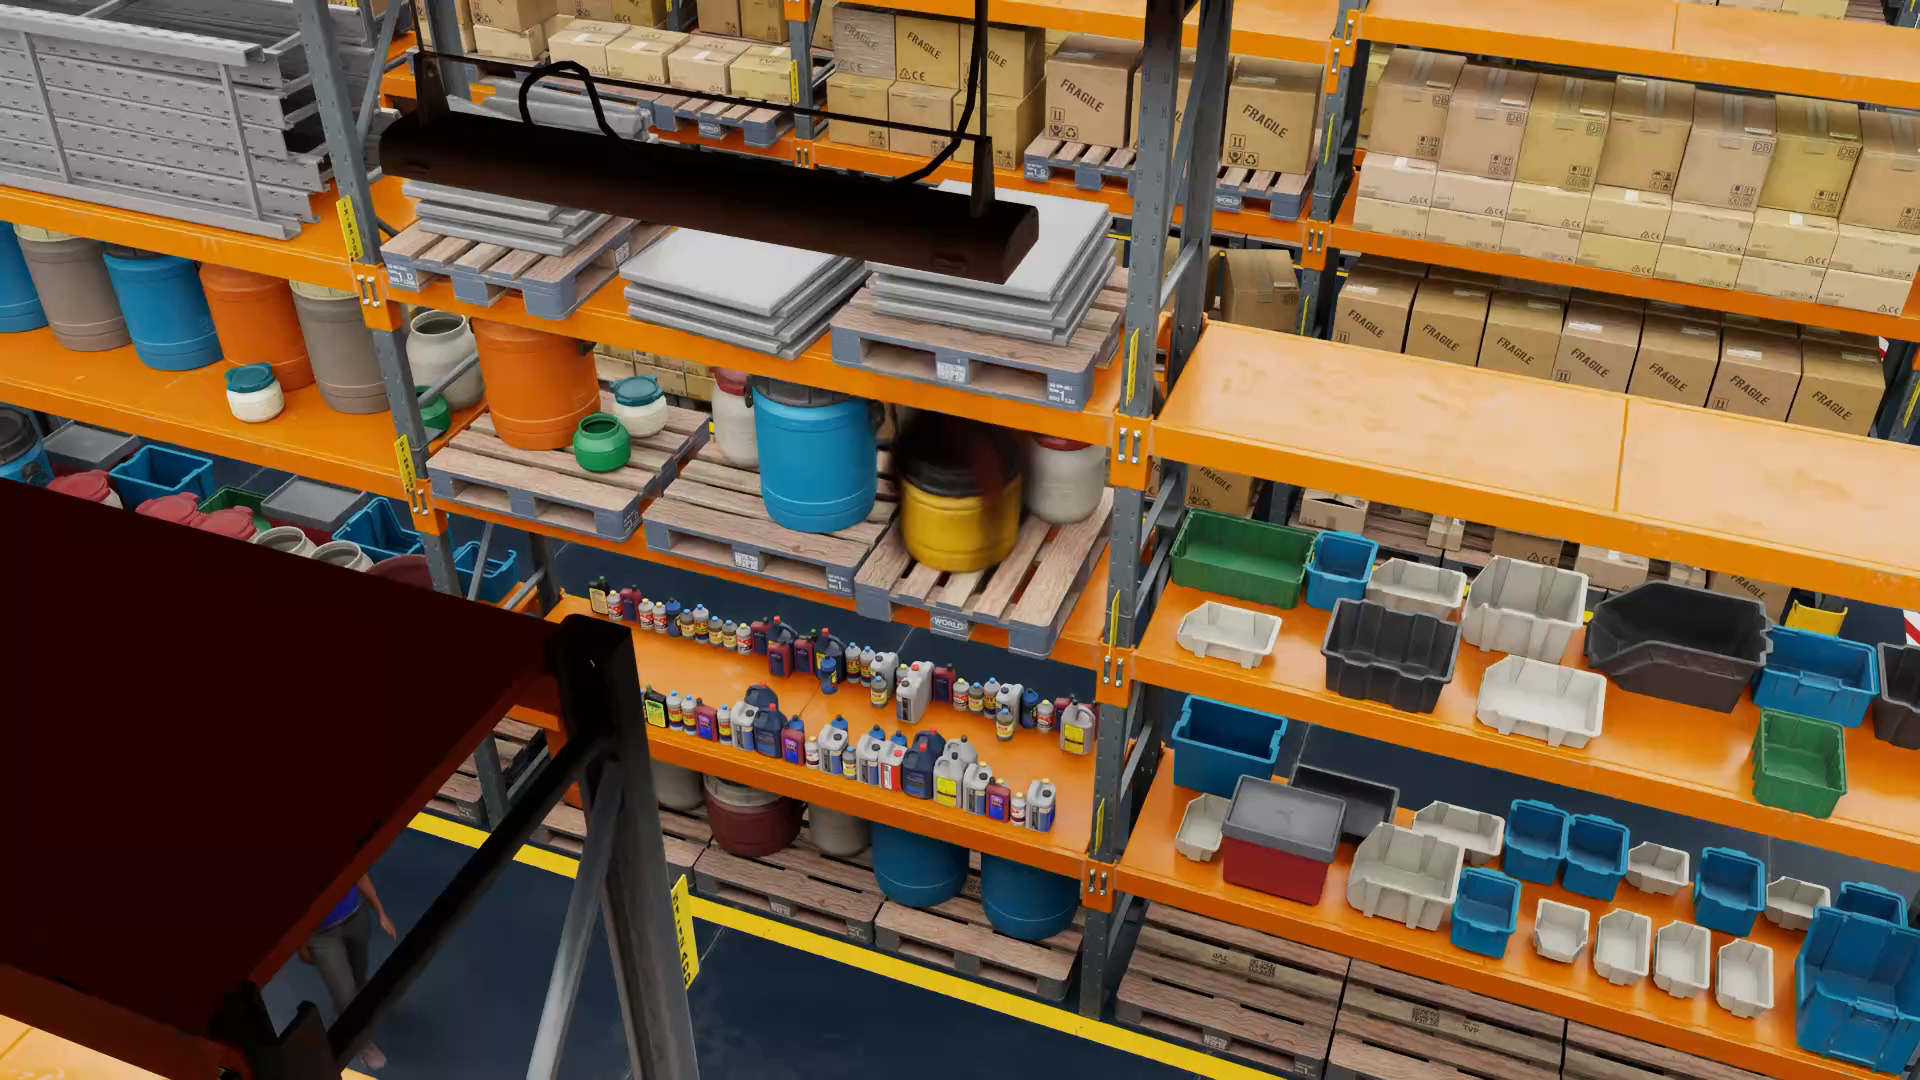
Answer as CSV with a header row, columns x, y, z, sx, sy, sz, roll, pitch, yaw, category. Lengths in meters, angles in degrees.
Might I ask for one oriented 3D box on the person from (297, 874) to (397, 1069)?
x,y,z,sx,sy,sz,roll,pitch,yaw,category
-3.397,2.171,9.131,0.490,1.712,0.623,-29,45,-33,person
